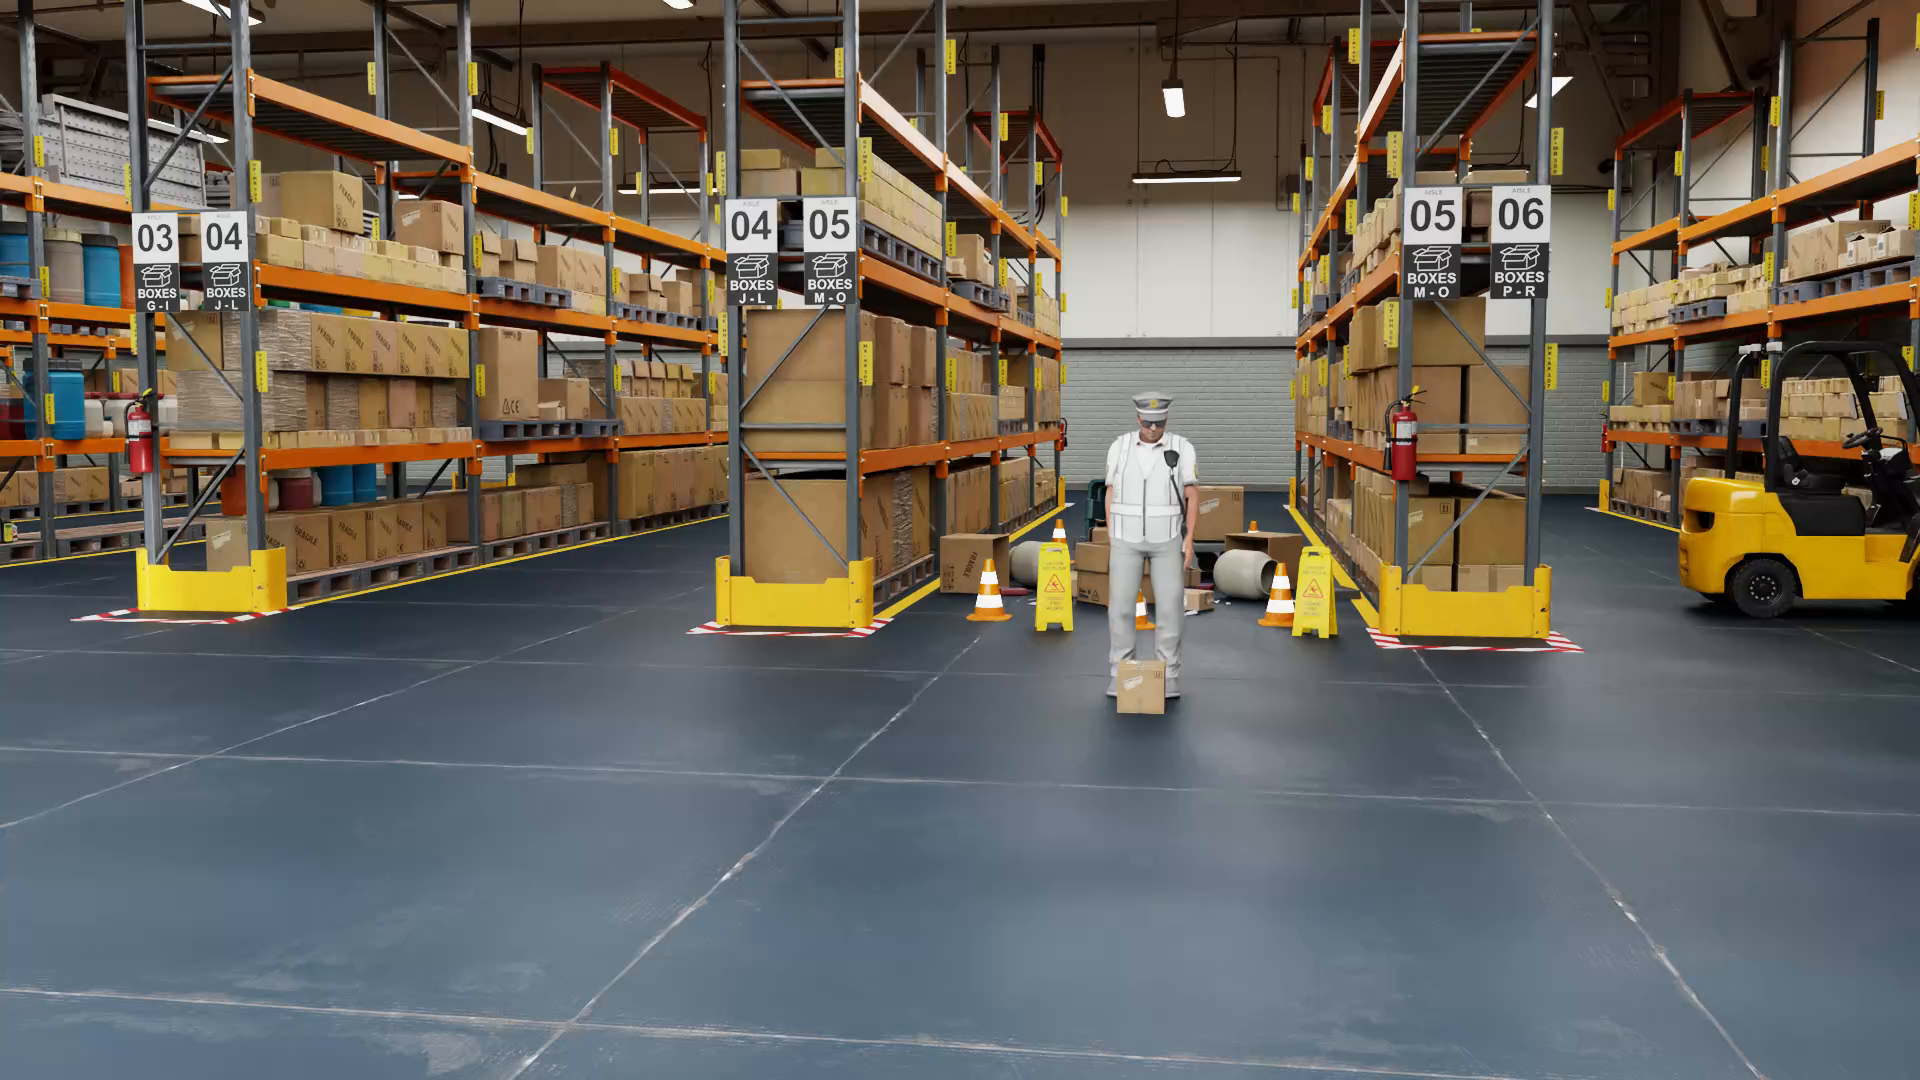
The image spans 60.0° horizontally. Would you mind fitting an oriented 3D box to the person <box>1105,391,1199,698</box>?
[{"bbox_3d":[1.089,0.023,9.473,0.535,1.734,0.387,1,4,10],"label":"person"}]
